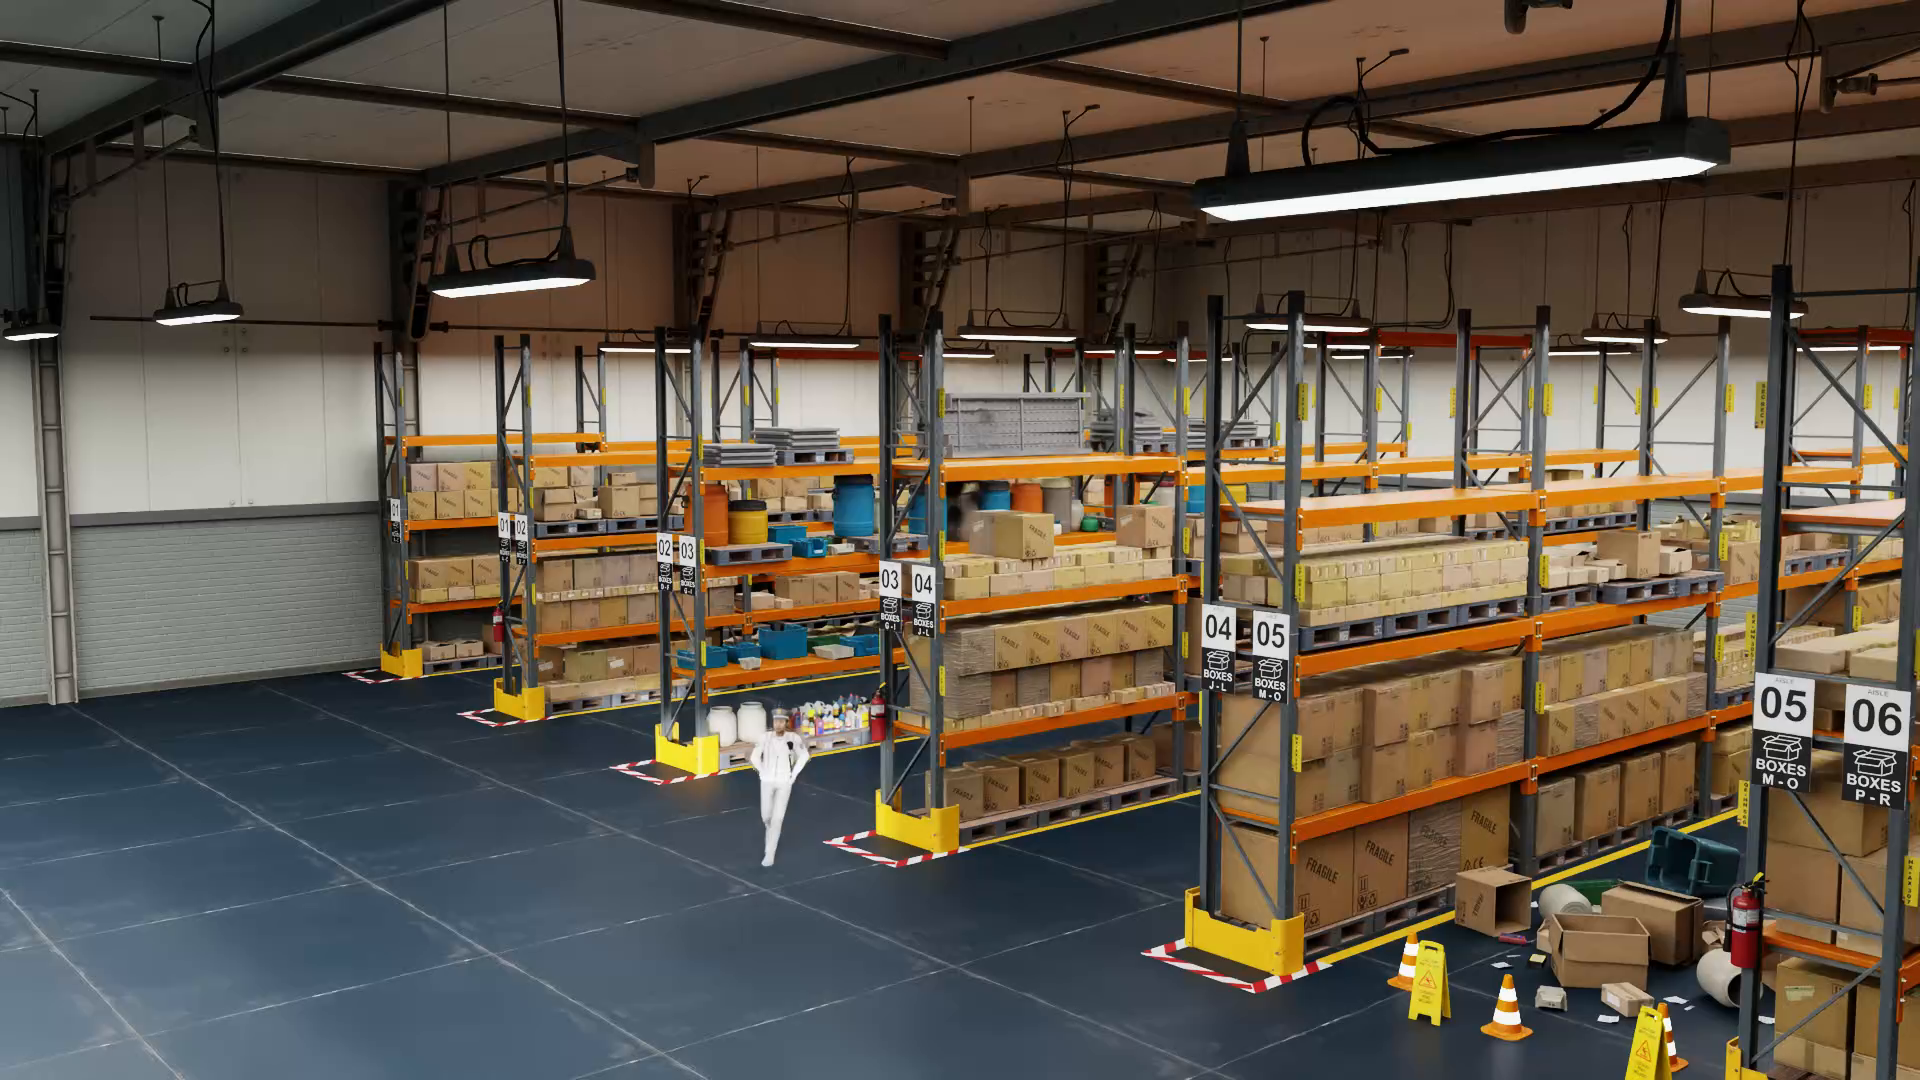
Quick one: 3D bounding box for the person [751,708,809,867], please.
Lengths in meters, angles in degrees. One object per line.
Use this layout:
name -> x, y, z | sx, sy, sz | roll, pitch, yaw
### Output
person -> -1.987, 2.670, 18.327 | 0.628, 1.700, 0.813 | 0, 5, 4
